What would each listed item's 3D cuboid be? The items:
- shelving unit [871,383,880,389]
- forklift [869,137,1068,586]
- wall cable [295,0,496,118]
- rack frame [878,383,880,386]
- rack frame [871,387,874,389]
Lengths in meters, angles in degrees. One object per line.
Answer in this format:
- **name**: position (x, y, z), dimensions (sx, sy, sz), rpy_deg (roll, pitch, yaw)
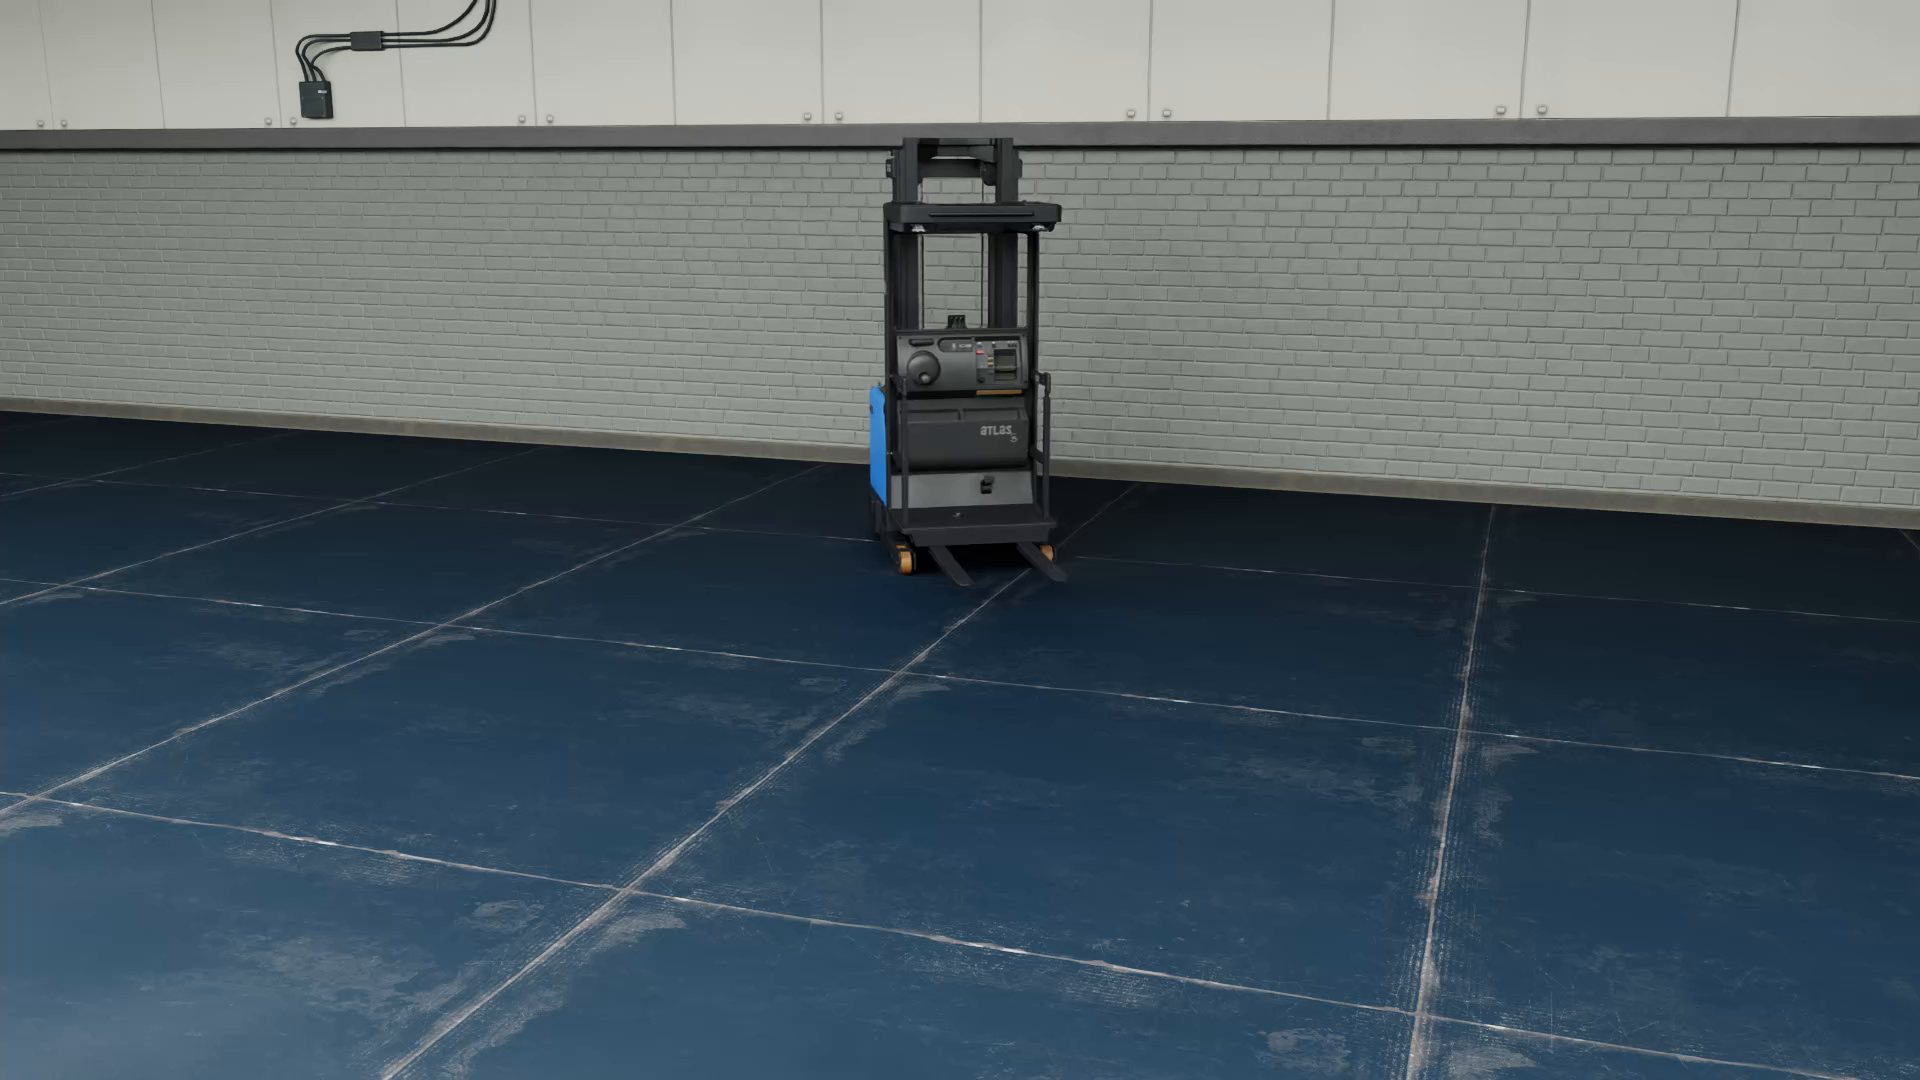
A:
- **shelving unit**: position (-0.577, -0.713, 13.254), dimensions (0.215, 1.050, 0.252), rpy_deg (2, 13, 9)
- **forklift**: position (0.060, -1.277, 11.497), dimensions (1.130, 2.935, 3.031), rpy_deg (-2, 13, -10)
- **wall cable**: position (-5.518, -7.098, 15.719), dimensions (2.305, 6.003, 0.169), rpy_deg (4, 14, 18)
- **rack frame**: position (-0.558, -0.740, 13.371), dimensions (0.200, 1.050, 0.008), rpy_deg (2, 13, 9)
- **rack frame**: position (-0.596, -0.686, 13.136), dimensions (0.200, 1.050, 0.008), rpy_deg (2, 13, 9)
